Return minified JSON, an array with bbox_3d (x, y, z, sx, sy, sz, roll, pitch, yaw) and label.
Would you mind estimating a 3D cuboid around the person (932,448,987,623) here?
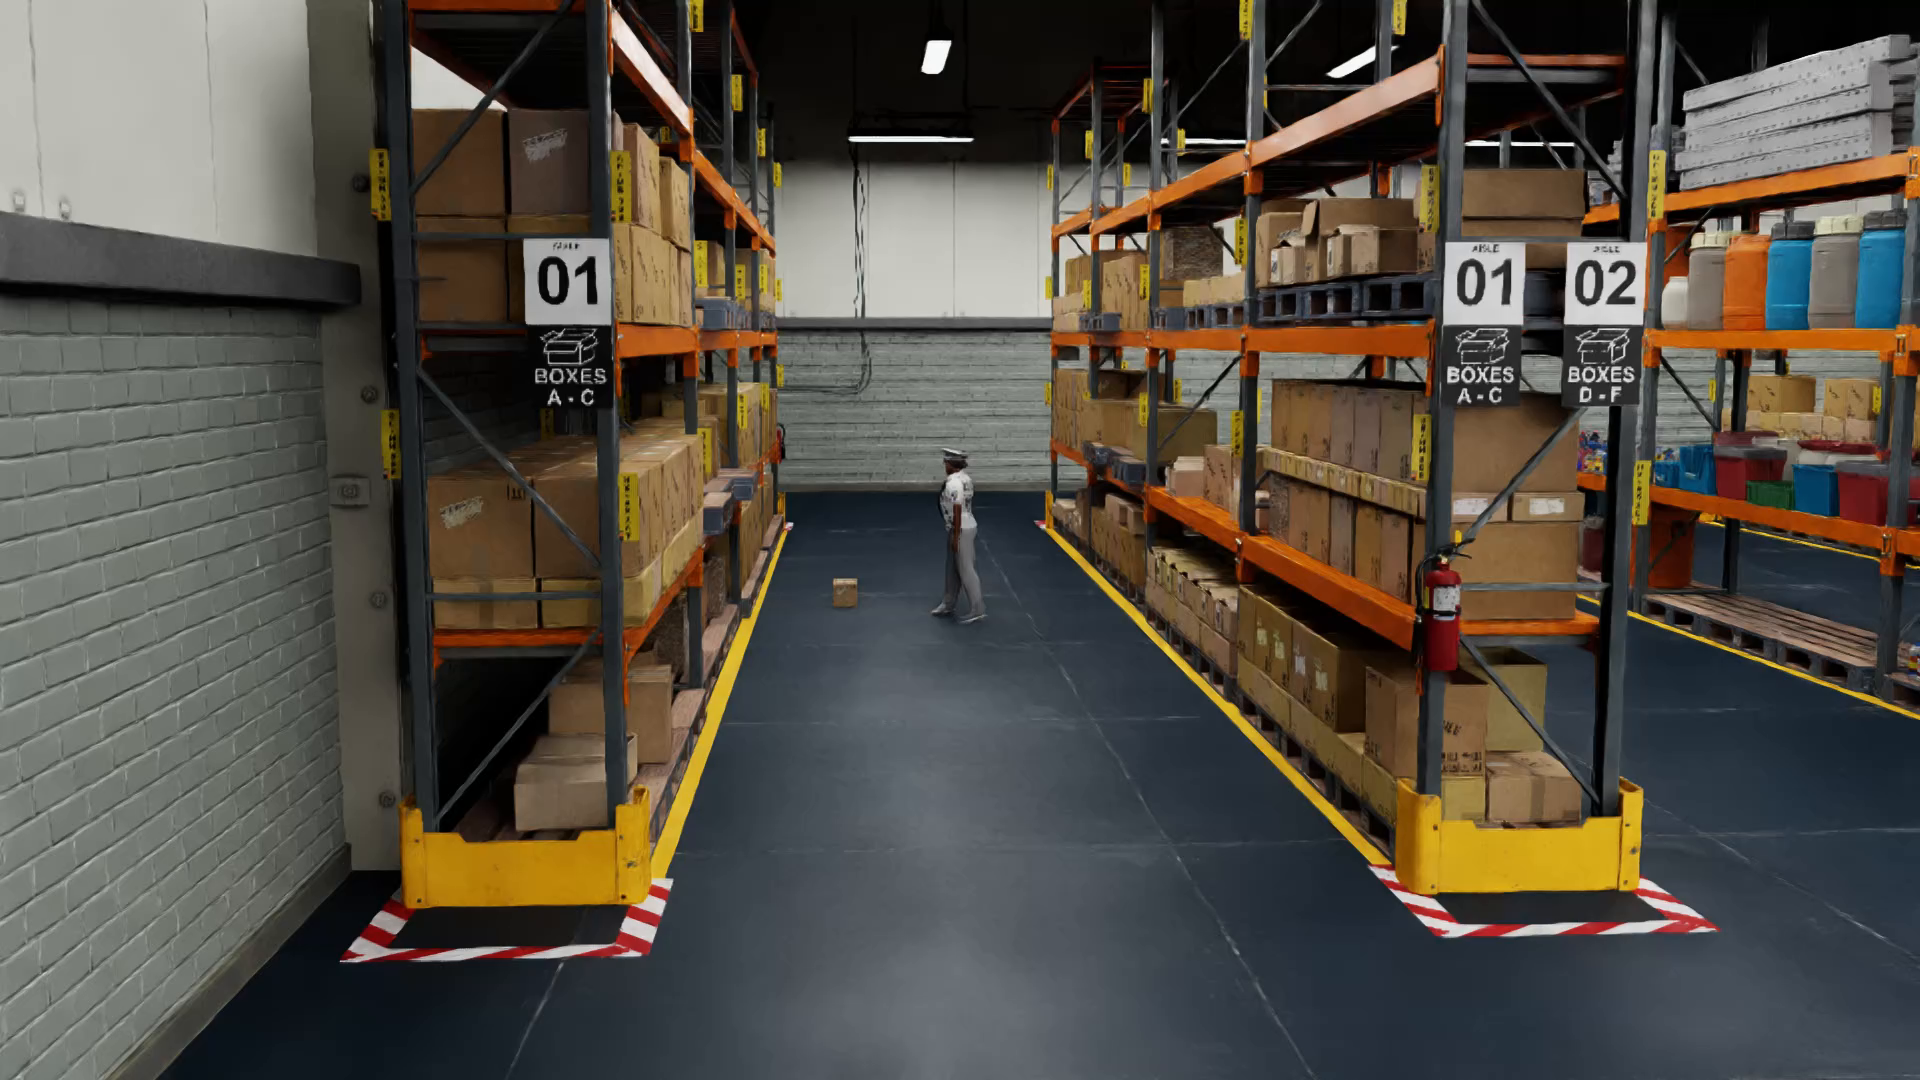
[{"bbox_3d":[-0.002,-0.052,16.224,0.578,1.666,0.572,1,7,7],"label":"person"}]
